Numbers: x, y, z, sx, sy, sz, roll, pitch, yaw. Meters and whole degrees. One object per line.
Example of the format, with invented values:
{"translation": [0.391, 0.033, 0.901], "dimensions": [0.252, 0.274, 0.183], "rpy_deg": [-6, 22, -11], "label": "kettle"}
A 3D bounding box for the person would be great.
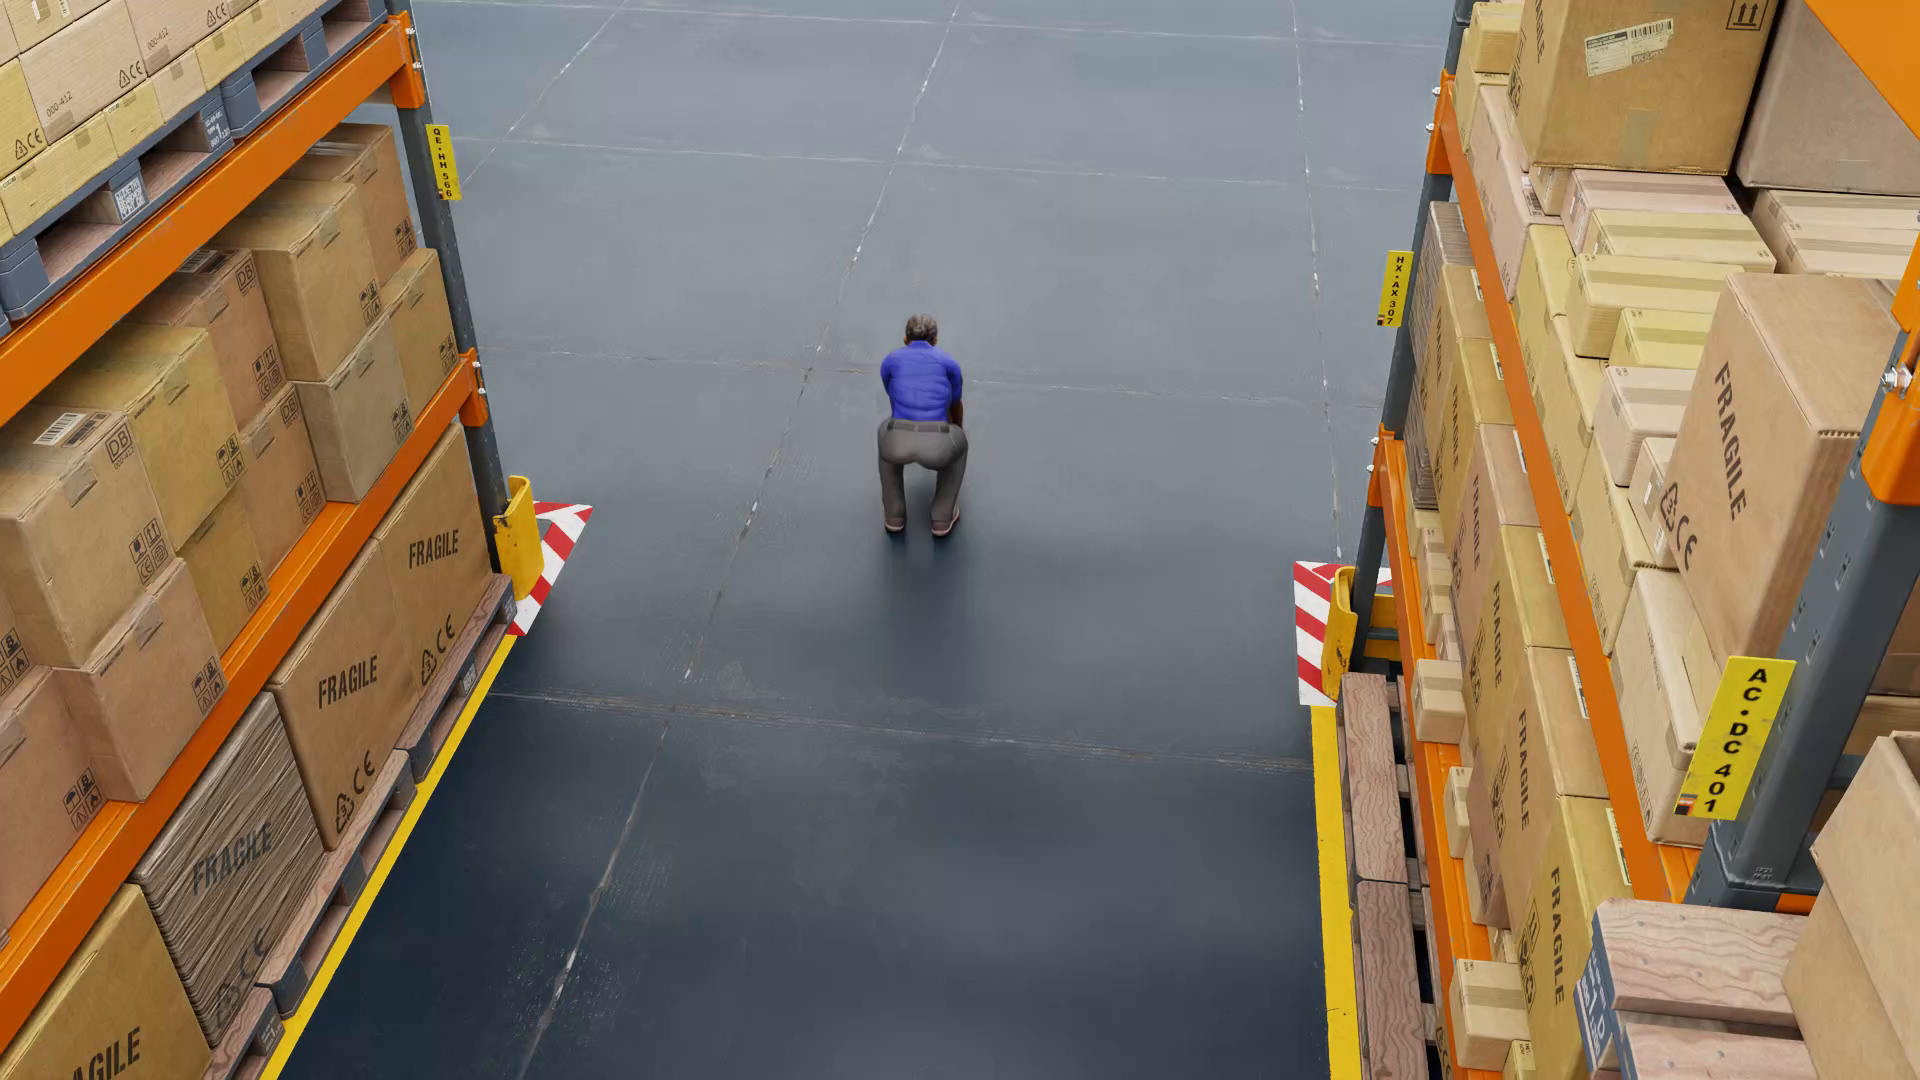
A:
{"translation": [-0.194, -0.583, 8.422], "dimensions": [0.470, 0.966, 0.858], "rpy_deg": [3, 36, 4], "label": "person"}
